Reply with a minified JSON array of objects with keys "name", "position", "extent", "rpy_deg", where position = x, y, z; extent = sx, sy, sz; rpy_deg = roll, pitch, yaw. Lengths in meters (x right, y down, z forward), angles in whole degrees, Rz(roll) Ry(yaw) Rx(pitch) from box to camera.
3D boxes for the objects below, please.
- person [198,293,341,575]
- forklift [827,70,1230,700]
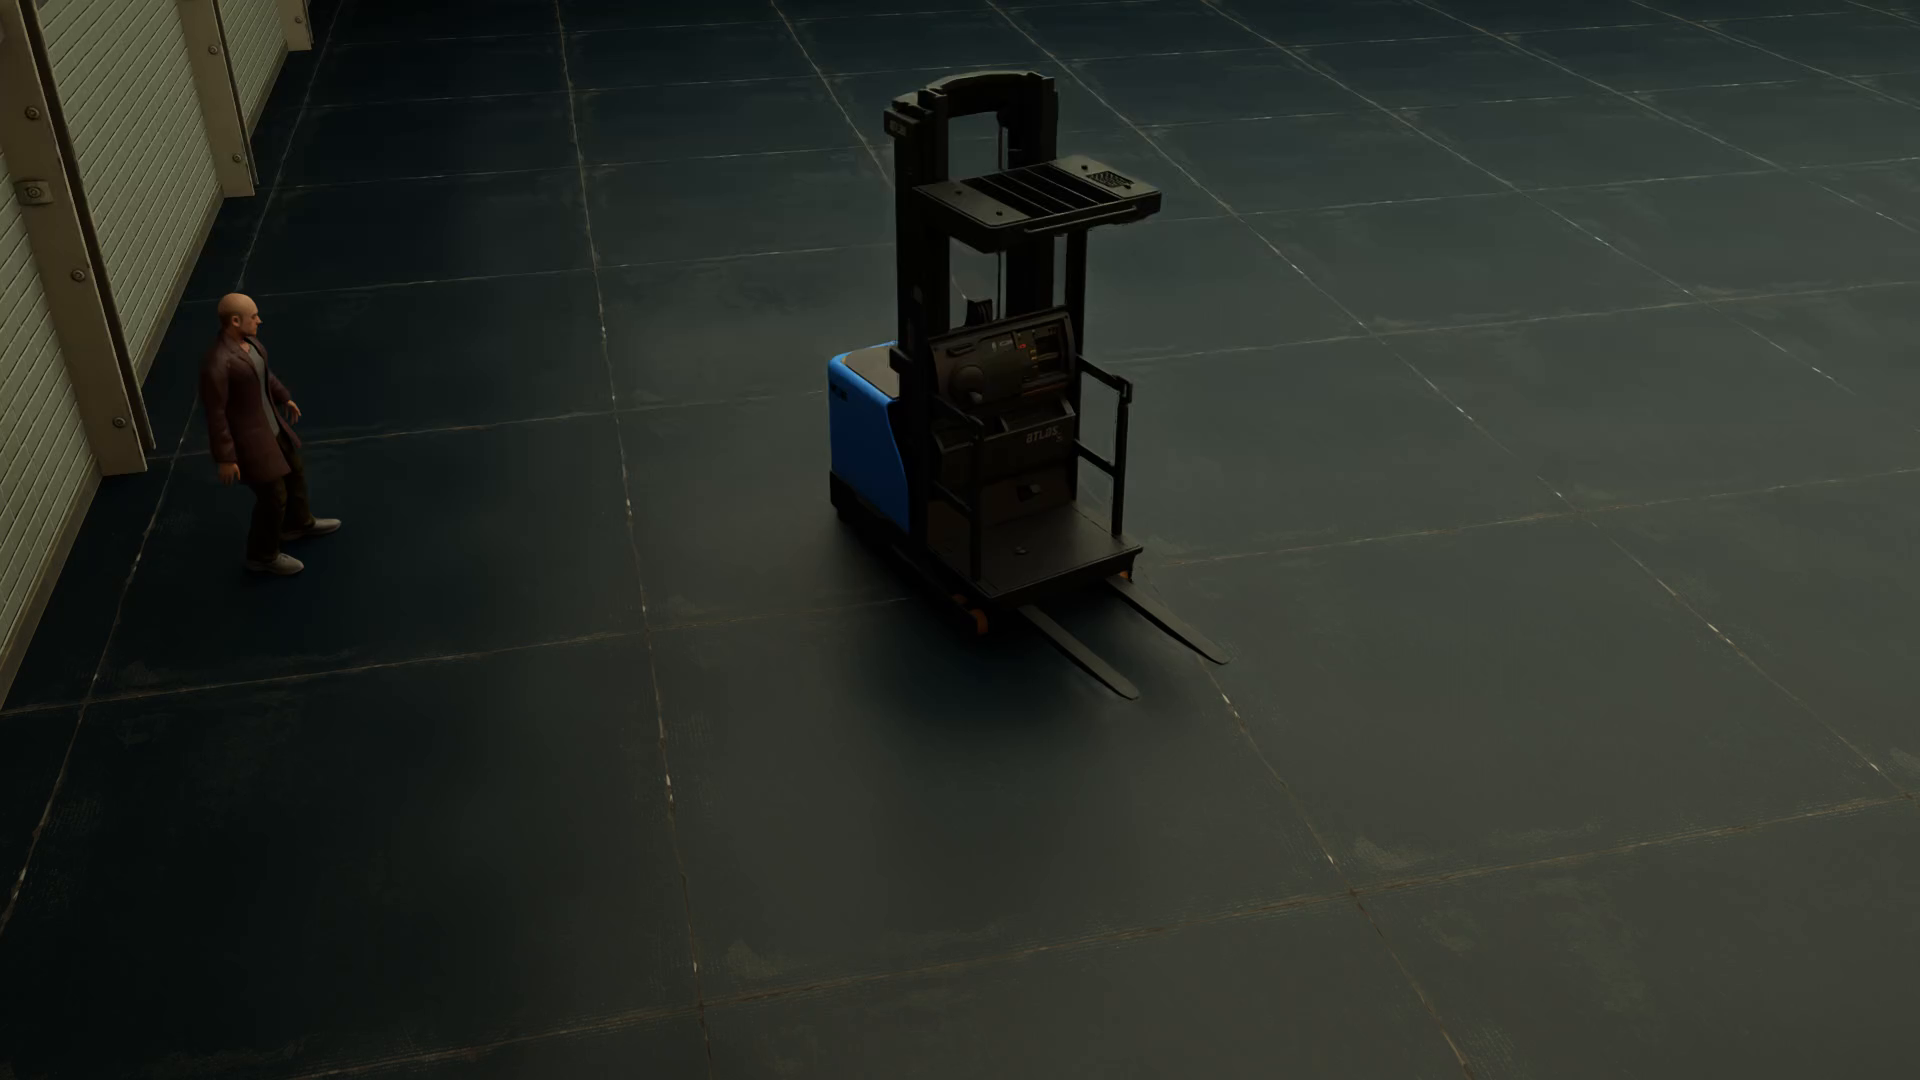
[{"name":"person","position":[-4.155,-0.636,9.854],"extent":[0.436,1.751,0.838],"rpy_deg":[-1,30,-1]},{"name":"forklift","position":[0.366,-0.979,9.266],"extent":[1.130,2.935,3.031],"rpy_deg":[-17,34,-27]}]
